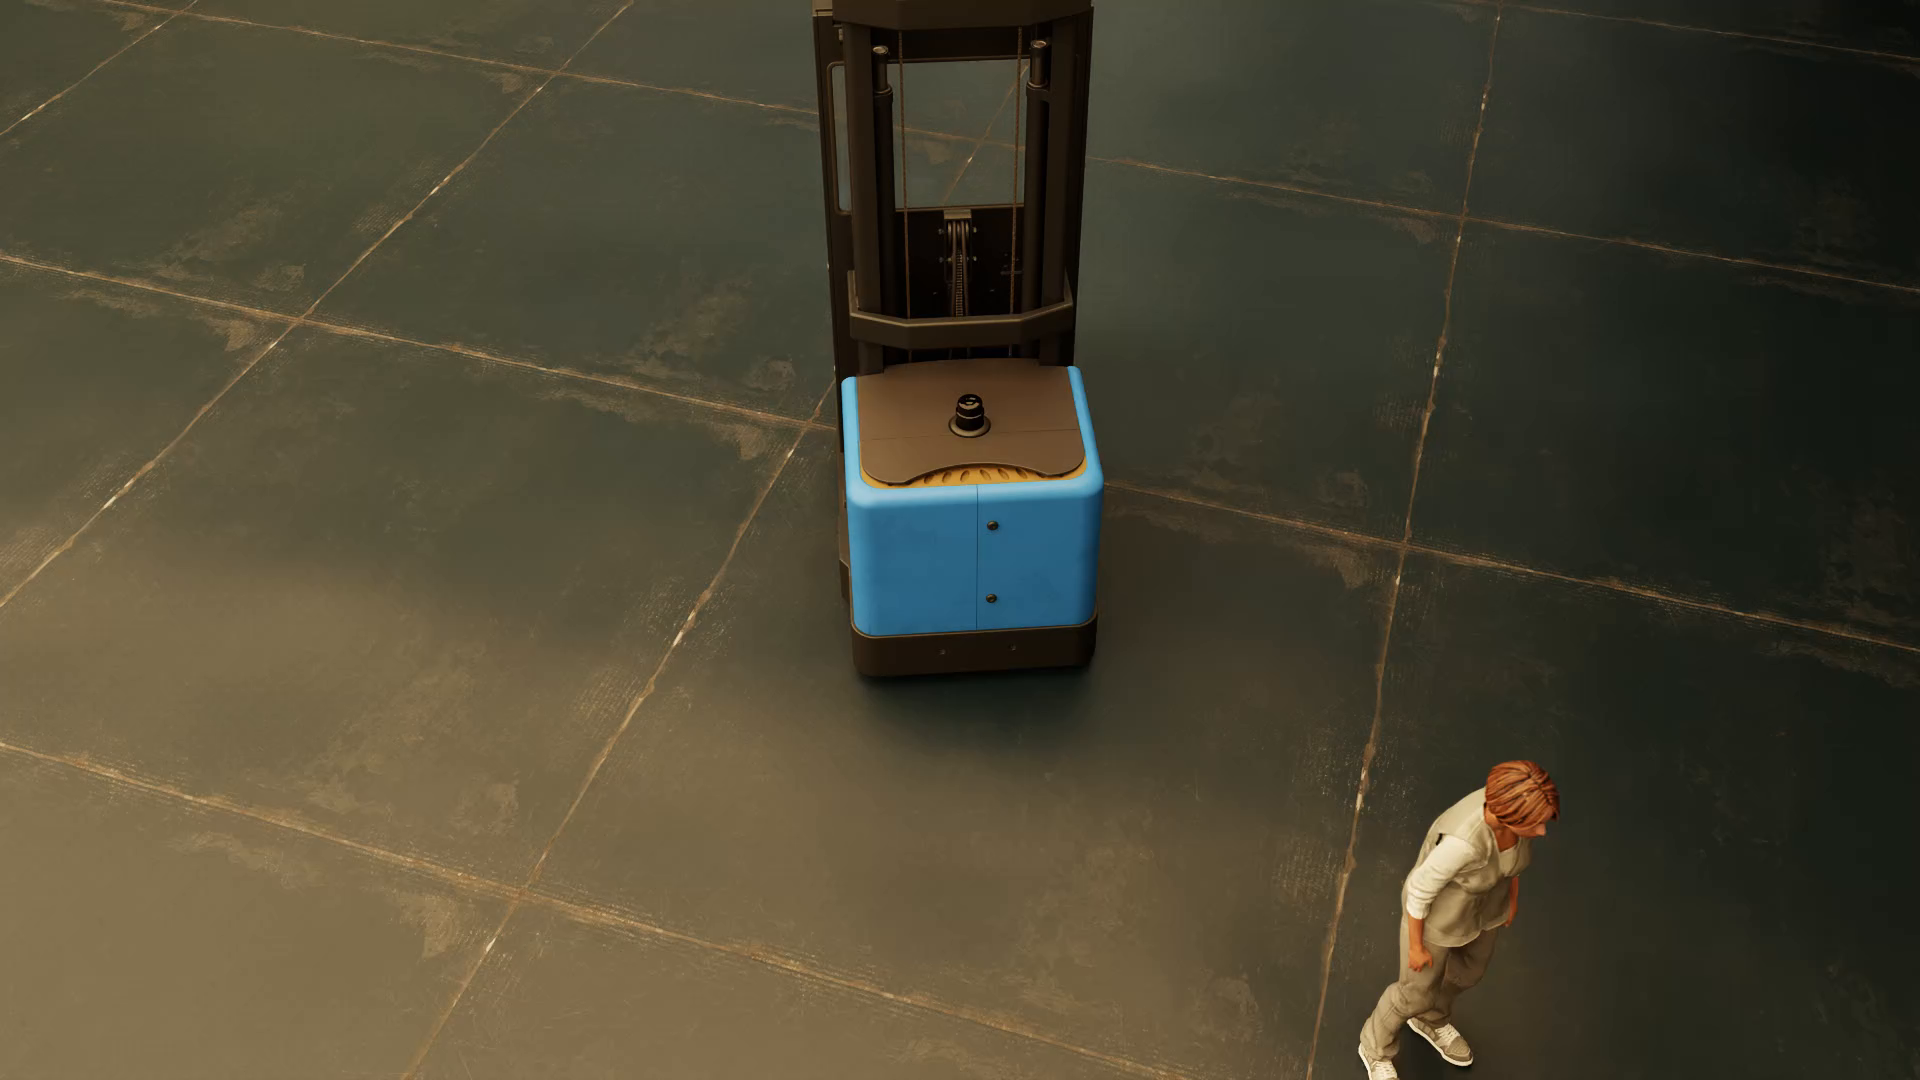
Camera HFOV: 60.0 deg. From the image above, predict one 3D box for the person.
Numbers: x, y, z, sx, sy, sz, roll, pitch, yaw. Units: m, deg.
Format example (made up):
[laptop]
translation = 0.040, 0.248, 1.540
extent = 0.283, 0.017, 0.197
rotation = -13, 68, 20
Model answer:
[person]
translation = 1.604, 1.220, 5.361
extent = 0.464, 1.592, 0.345
rotation = -21, 47, -21

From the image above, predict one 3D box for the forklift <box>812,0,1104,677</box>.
[forklift]
translation = -0.048, -1.486, 7.287
extent = 1.130, 2.935, 3.031
rotation = -3, 43, -3
